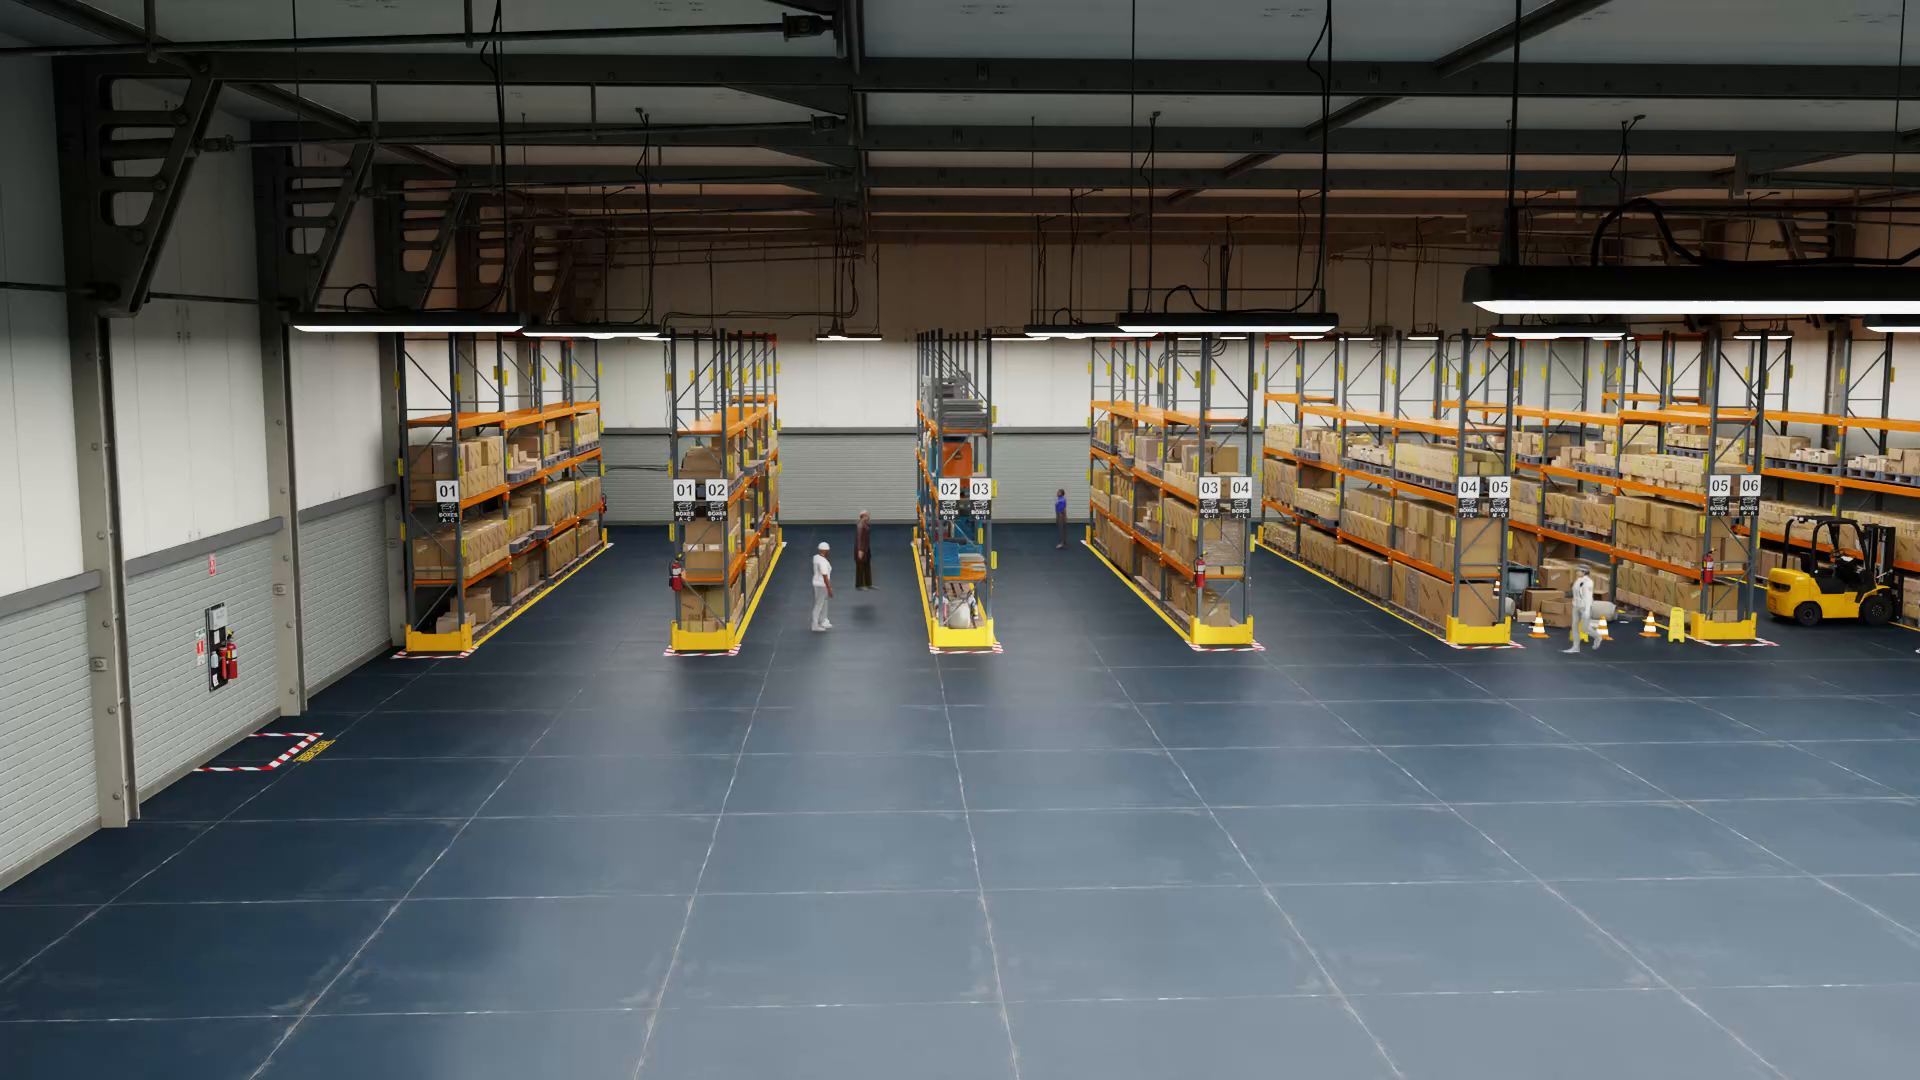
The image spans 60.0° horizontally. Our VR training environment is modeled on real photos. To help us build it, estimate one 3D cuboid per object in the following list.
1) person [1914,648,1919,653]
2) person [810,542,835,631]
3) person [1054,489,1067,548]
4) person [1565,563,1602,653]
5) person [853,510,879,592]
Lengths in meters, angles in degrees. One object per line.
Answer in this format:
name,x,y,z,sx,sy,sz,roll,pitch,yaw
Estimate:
person,18.036,1.209,30.734,0.448,1.801,0.728,-2,7,-17
person,-2.760,0.936,33.353,0.521,1.803,0.700,-1,7,-8
person,2.834,-0.614,46.793,0.343,1.666,0.524,-2,7,-16
person,11.561,1.260,30.776,0.656,1.674,0.469,-3,7,-23
person,-2.100,0.331,36.604,0.477,1.594,0.646,3,7,20
